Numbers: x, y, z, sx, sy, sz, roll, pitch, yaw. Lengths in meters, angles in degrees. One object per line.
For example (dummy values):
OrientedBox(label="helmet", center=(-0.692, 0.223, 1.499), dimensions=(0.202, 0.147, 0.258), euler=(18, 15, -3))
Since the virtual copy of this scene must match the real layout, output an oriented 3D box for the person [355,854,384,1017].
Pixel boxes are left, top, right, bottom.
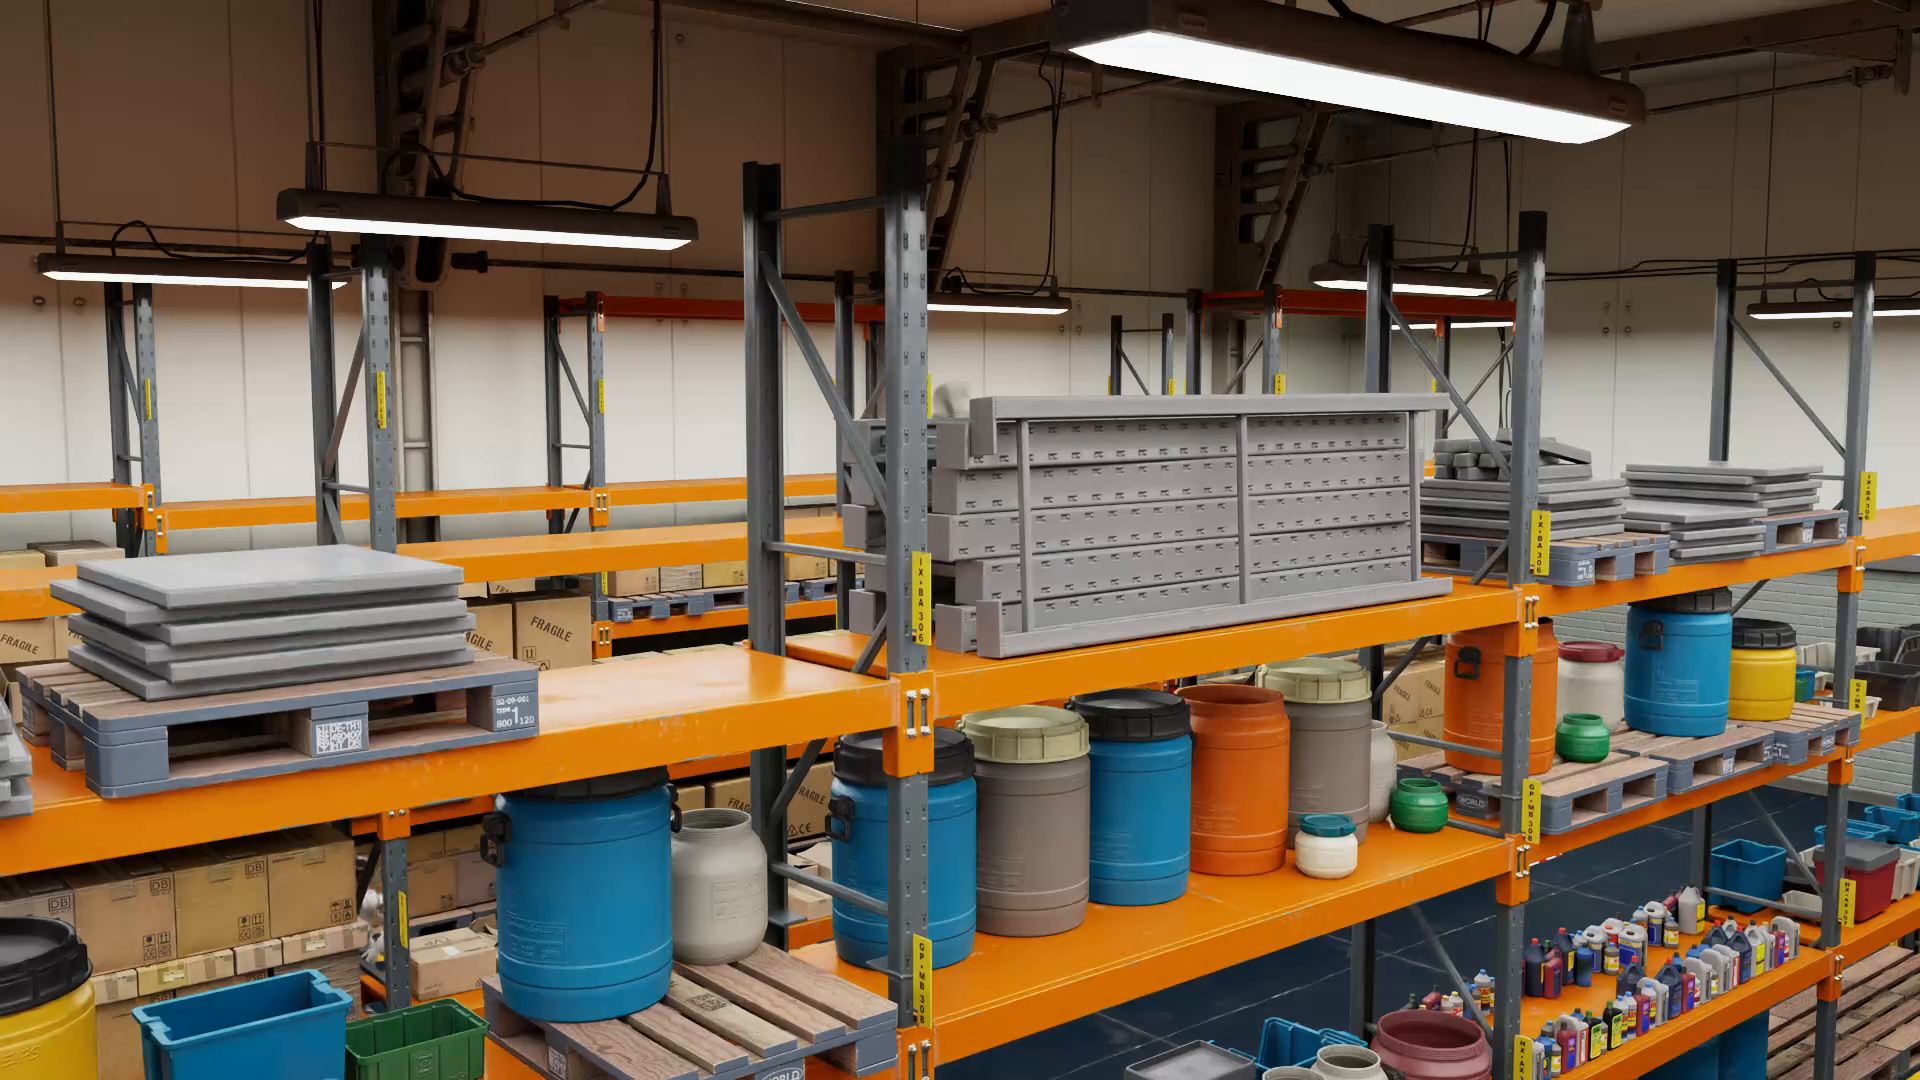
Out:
OrientedBox(label="person", center=(-4.474, 3.149, 12.257), dimensions=(0.592, 1.734, 0.684), euler=(5, 7, 40))
